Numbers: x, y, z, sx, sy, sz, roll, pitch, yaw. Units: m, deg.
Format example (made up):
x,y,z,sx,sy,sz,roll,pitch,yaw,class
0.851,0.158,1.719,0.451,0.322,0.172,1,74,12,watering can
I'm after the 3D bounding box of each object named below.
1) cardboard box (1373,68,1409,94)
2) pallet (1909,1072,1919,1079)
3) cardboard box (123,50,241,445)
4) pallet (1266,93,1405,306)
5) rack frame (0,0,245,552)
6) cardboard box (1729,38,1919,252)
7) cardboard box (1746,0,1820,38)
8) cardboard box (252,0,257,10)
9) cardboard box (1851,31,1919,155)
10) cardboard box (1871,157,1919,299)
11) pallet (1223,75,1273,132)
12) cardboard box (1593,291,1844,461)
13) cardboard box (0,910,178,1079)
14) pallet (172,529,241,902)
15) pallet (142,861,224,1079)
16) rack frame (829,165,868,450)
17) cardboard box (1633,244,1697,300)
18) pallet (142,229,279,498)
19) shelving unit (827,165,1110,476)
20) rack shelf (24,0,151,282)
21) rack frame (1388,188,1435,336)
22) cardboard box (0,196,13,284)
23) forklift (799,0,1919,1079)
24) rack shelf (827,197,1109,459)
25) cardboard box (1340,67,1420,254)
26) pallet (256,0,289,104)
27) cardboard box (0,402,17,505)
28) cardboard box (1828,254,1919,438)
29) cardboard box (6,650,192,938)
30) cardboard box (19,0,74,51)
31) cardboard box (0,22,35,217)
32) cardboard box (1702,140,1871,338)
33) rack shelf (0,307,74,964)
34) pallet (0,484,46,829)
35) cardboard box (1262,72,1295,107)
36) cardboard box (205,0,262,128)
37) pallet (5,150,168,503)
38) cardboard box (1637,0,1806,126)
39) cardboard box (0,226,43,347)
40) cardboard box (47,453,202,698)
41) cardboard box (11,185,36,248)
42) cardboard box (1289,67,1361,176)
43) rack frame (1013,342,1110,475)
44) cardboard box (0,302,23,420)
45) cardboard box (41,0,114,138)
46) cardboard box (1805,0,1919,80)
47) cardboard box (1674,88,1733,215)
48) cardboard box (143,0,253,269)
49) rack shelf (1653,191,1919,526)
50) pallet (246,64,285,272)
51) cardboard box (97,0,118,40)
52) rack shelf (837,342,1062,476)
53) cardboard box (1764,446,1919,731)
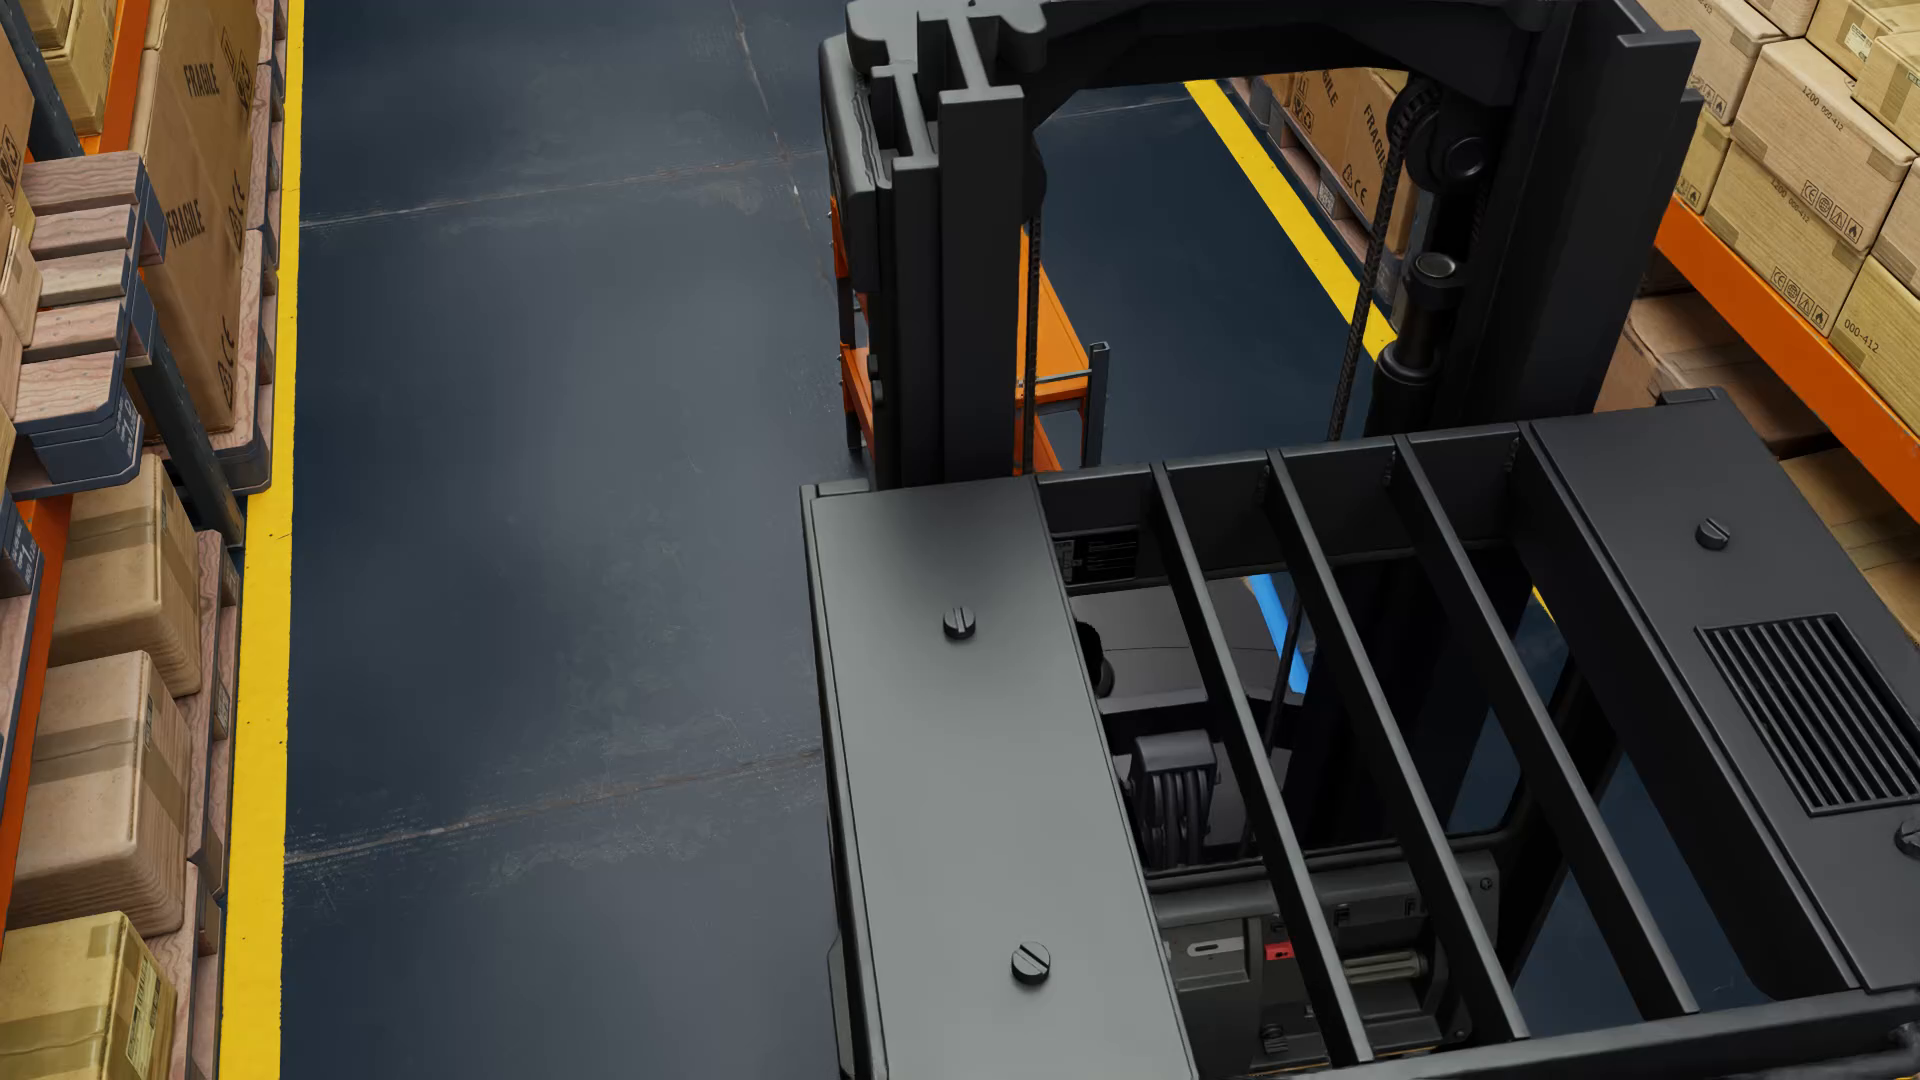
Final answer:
x,y,z,sx,sy,sz,roll,pitch,yaw,class
1.678,-1.677,5.796,0.380,0.149,0.250,-13,47,-12,cardboard box
2.847,1.352,3.777,1.003,0.211,1.213,-11,47,-10,pallet
-2.844,-0.869,5.195,0.875,0.875,0.875,-11,47,-11,cardboard box
1.895,-1.430,6.504,1.003,0.211,1.213,-11,47,-10,pallet
-2.748,-0.974,4.104,1.000,3.000,0.127,-11,47,-10,rack frame
2.170,-0.945,3.830,0.500,0.250,0.500,-12,47,-11,cardboard box
2.086,-1.337,3.936,0.380,0.149,0.250,-10,46,-10,cardboard box
-3.536,-2.725,7.014,0.875,0.875,0.875,-9,46,-9,cardboard box
2.187,-0.983,3.589,0.380,0.149,0.250,-10,46,-9,cardboard box
2.326,-0.596,3.489,0.500,0.250,0.500,-10,46,-10,cardboard box
1.586,-2.271,7.328,1.003,0.211,1.213,-11,47,-10,pallet
2.371,-0.317,4.829,0.875,0.625,0.625,-9,46,-9,cardboard box
-2.228,1.224,3.496,0.950,0.372,0.625,-9,46,-9,cardboard box
-2.549,0.542,4.571,1.003,0.211,1.213,-11,47,-10,pallet
-2.240,1.383,3.747,1.003,0.211,1.213,-11,47,-10,pallet
-0.132,-0.749,5.197,0.500,1.125,0.032,-11,47,-10,rack frame
2.196,-0.766,5.269,0.875,0.625,0.625,-9,46,-9,cardboard box
-2.877,-0.556,5.647,1.003,0.211,1.213,-11,47,-10,pallet
-0.002,-0.398,4.853,0.538,1.125,1.048,-11,47,-10,shelving unit
-3.260,-2.103,5.714,1.077,0.370,4.000,-11,47,-10,rack shelf
2.049,-1.884,4.996,1.000,3.000,0.127,-11,47,-10,rack frame
-2.220,-0.642,3.206,0.500,0.500,0.500,-11,47,-11,cardboard box
0.405,0.814,2.400,1.130,2.935,3.031,-6,46,-6,forklift
-0.002,-0.603,4.644,0.538,0.278,1.000,-11,47,-10,rack shelf
1.733,-1.408,5.986,0.500,0.500,0.500,-9,46,-9,cardboard box
-3.502,-2.240,7.298,1.003,0.211,1.213,-11,47,-10,pallet
-2.049,-0.149,3.178,0.380,0.149,0.250,-10,46,-10,cardboard box
2.320,-0.419,3.666,0.500,0.250,0.500,-9,46,-9,cardboard box
-2.416,0.699,4.010,0.950,0.372,0.625,-12,47,-11,cardboard box
-2.639,-1.491,4.366,0.500,0.250,0.500,-11,47,-11,cardboard box
-2.363,-0.997,3.554,0.500,0.500,0.500,-12,47,-11,cardboard box
2.189,-0.778,4.017,0.500,0.250,0.500,-12,47,-12,cardboard box
-2.236,0.659,3.008,1.077,0.370,4.000,-11,47,-10,rack shelf
-2.202,0.453,2.840,1.003,0.211,1.213,-11,47,-10,pallet
1.479,-2.117,6.680,0.500,0.500,0.500,-9,46,-9,cardboard box
-3.297,-2.103,6.404,0.875,0.875,0.875,-9,46,-9,cardboard box
-2.462,-0.434,3.709,1.213,0.211,1.003,-11,47,-10,pallet
2.054,-1.309,4.188,0.500,0.250,0.500,-9,46,-9,cardboard box
-2.190,-0.512,3.533,0.380,0.149,0.250,-11,47,-11,cardboard box
-2.613,0.191,4.508,0.950,0.372,0.625,-14,47,-13,cardboard box
-2.298,-0.677,3.695,0.380,0.149,0.250,-10,46,-10,cardboard box
1.615,-1.756,6.327,0.500,0.500,0.500,-11,47,-11,cardboard box
0.128,-0.047,4.509,0.500,1.125,0.032,-11,47,-10,rack frame
-2.133,-0.336,3.361,0.380,0.149,0.250,-13,47,-12,cardboard box
-2.630,-1.305,4.534,0.500,0.250,0.500,-11,47,-11,cardboard box
2.179,-1.169,3.771,0.380,0.149,0.250,-10,46,-10,cardboard box
2.051,-1.132,4.364,0.500,0.250,0.500,-12,47,-11,cardboard box
-3.069,-1.485,5.799,0.875,0.875,0.875,-10,46,-10,cardboard box
2.561,-0.251,3.899,1.077,0.370,4.000,-11,47,-10,rack shelf
-3.186,-1.396,6.471,1.003,0.211,1.213,-11,47,-10,pallet
-2.778,-1.656,4.878,0.500,0.250,0.500,-12,47,-11,cardboard box
-0.002,-0.227,5.027,0.538,0.278,1.000,-11,47,-10,rack shelf
2.543,0.148,4.373,0.875,0.625,0.625,-12,47,-12,cardboard box
